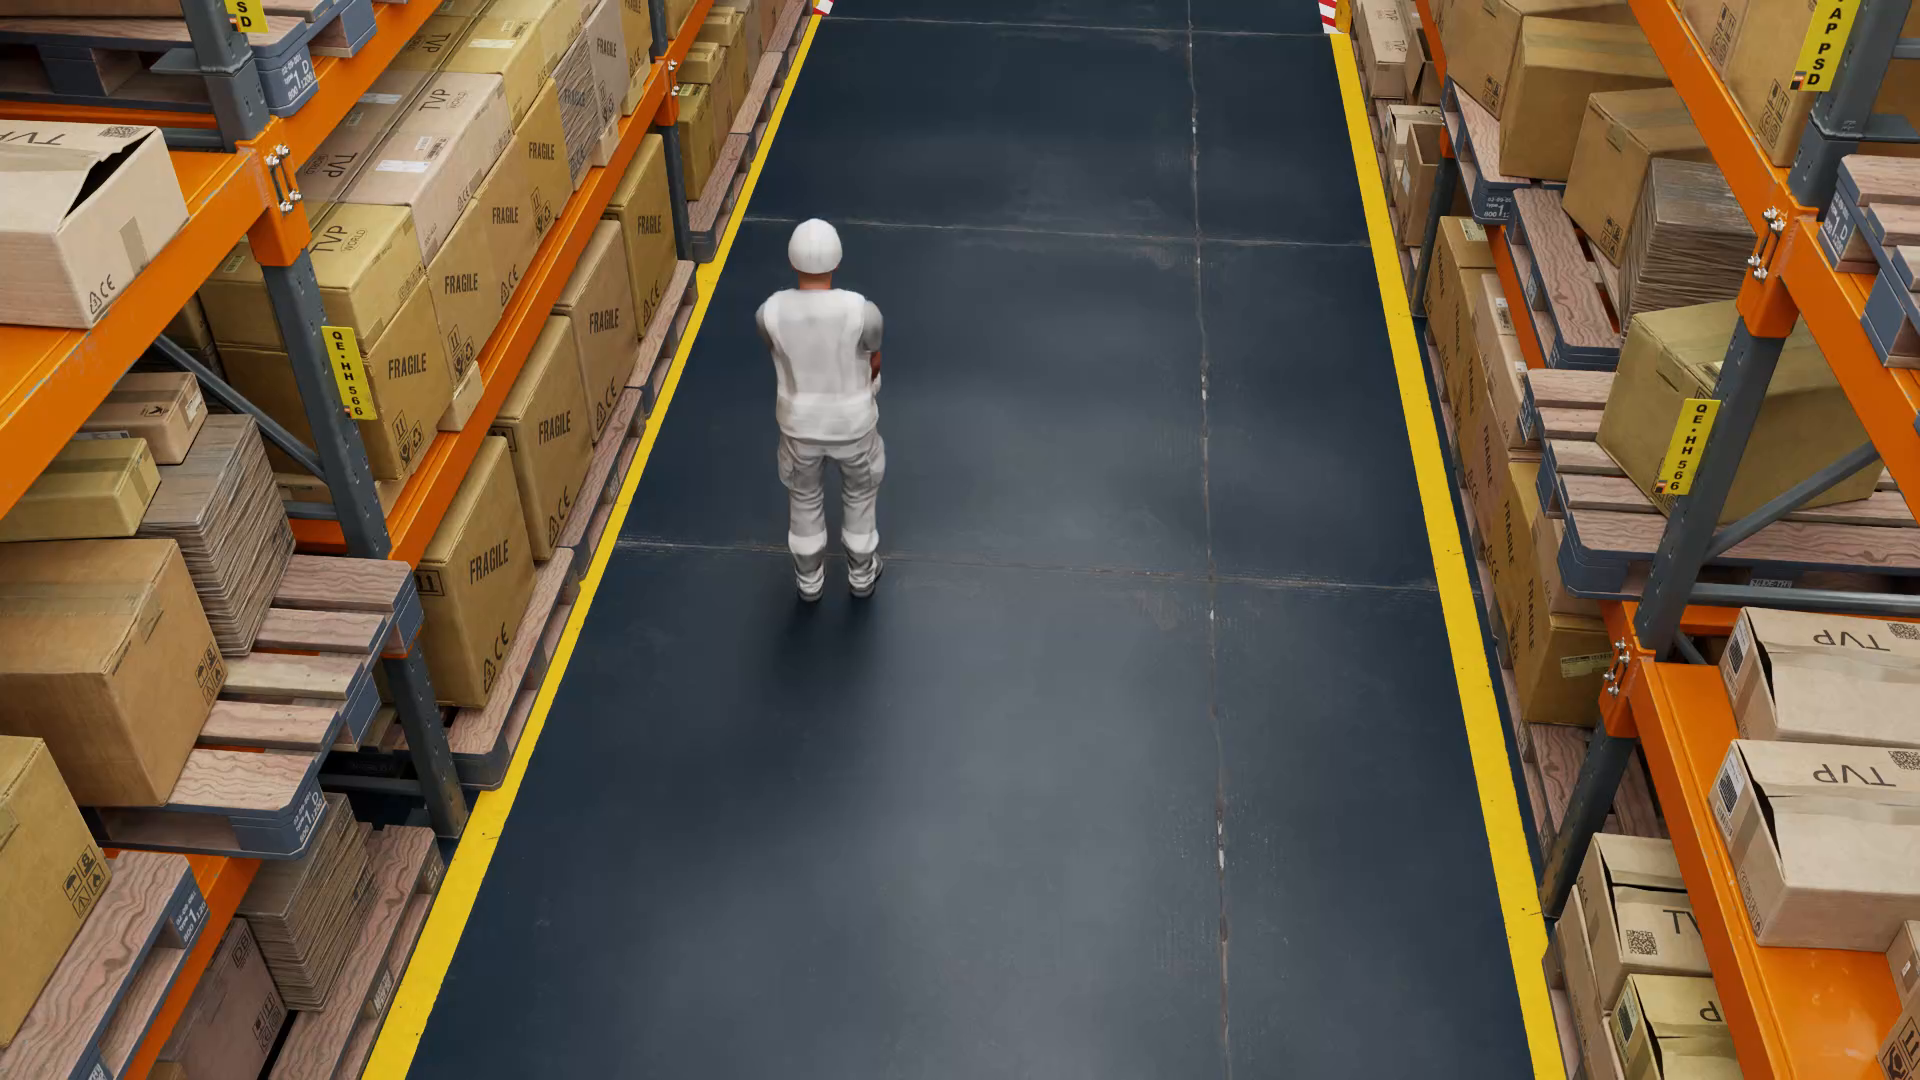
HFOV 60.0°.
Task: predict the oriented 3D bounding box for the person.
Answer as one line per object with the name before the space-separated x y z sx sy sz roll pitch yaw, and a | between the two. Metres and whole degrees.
person | -0.536 -0.537 6.786 0.495 1.784 0.560 3 40 3
